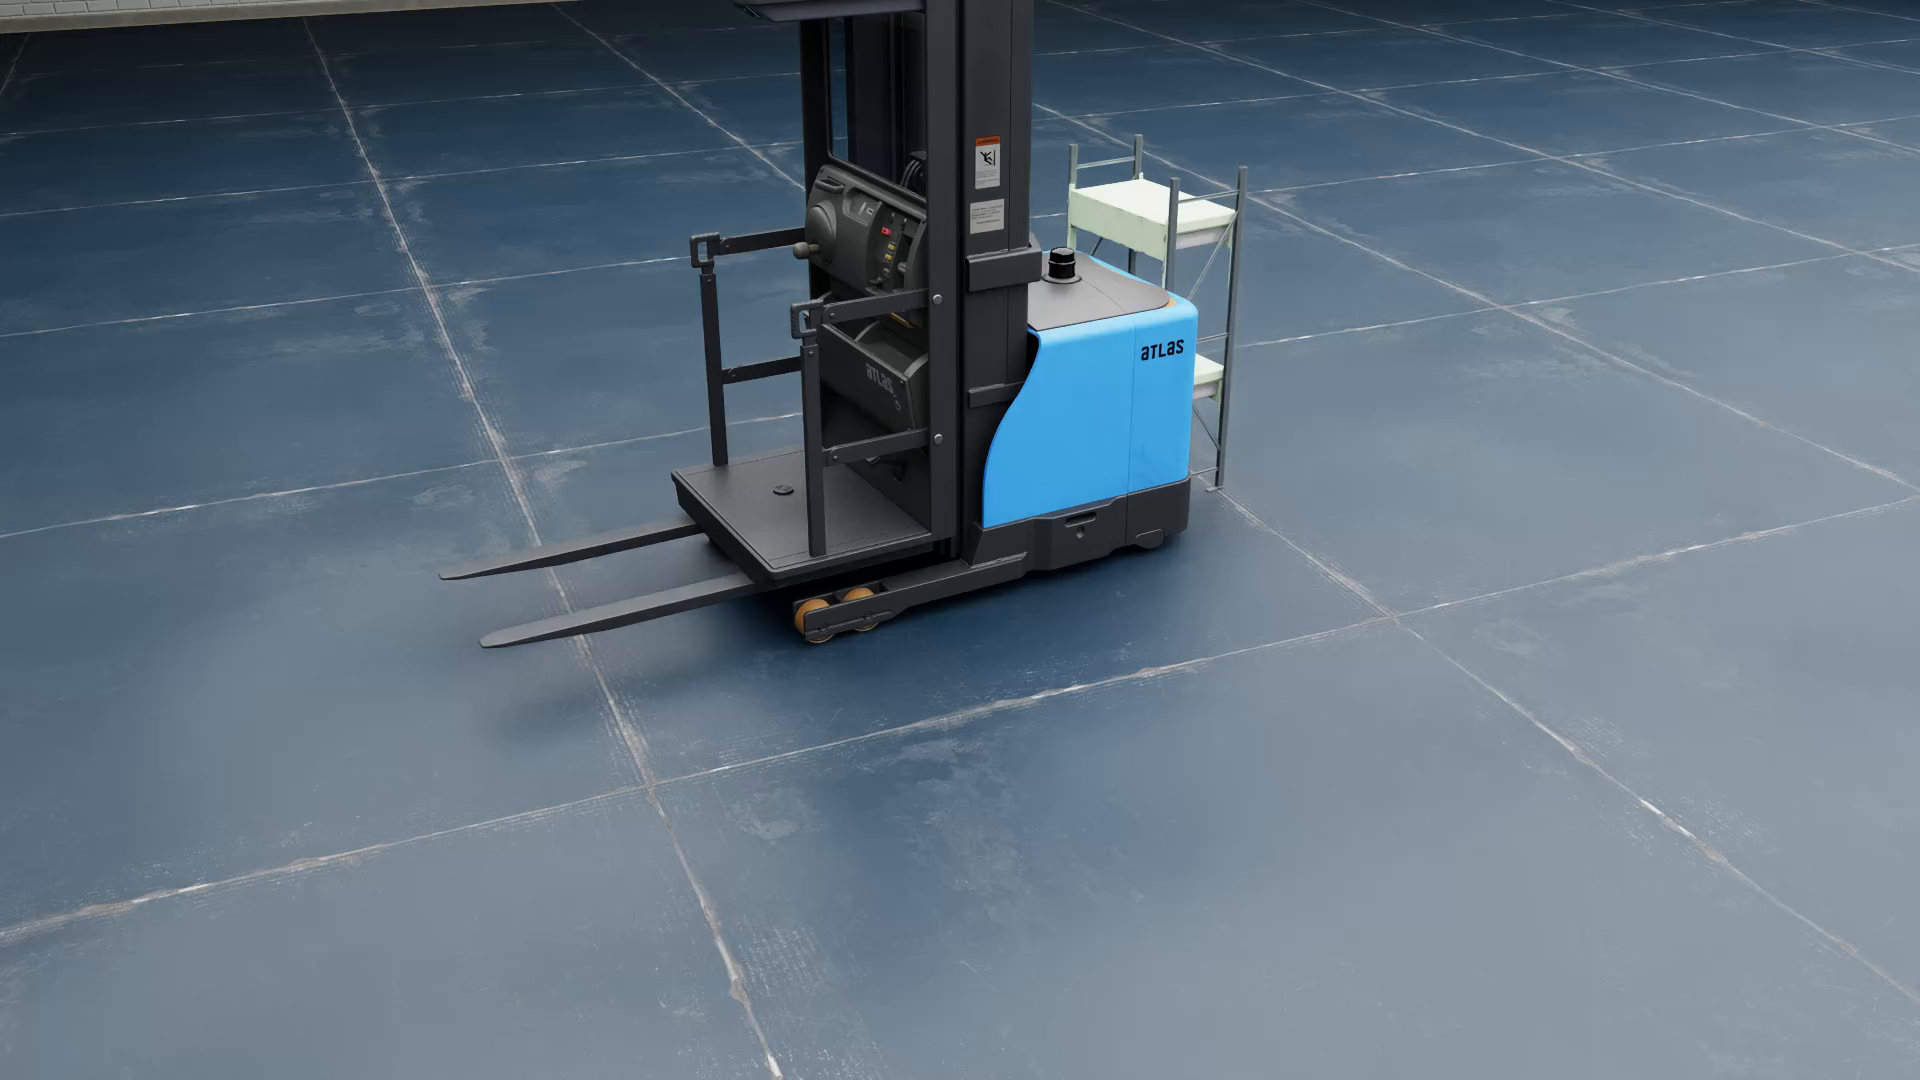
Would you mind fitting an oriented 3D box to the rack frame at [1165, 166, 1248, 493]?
[{"bbox_3d":[1.050,-0.872,7.326,0.400,1.500,0.023,-15,30,-28],"label":"rack frame"}]

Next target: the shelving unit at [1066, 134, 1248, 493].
[{"bbox_3d":[0.857,-1.009,7.606,0.431,1.500,0.755,-15,30,-28],"label":"shelving unit"}]

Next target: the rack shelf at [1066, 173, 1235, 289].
[{"bbox_3d":[0.857,-1.359,7.435,0.431,0.370,0.720,-15,30,-28],"label":"rack shelf"}]

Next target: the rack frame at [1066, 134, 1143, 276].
[{"bbox_3d":[0.665,-1.145,7.886,0.400,1.500,0.023,-15,30,-28],"label":"rack frame"}]

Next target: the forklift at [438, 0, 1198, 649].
[{"bbox_3d":[-0.550,-1.183,6.332,3.031,2.935,1.130,-14,29,-26],"label":"forklift"}]

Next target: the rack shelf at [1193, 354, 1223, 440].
[{"bbox_3d":[0.857,-0.716,7.749,0.431,0.370,0.720,-15,30,-28],"label":"rack shelf"}]
